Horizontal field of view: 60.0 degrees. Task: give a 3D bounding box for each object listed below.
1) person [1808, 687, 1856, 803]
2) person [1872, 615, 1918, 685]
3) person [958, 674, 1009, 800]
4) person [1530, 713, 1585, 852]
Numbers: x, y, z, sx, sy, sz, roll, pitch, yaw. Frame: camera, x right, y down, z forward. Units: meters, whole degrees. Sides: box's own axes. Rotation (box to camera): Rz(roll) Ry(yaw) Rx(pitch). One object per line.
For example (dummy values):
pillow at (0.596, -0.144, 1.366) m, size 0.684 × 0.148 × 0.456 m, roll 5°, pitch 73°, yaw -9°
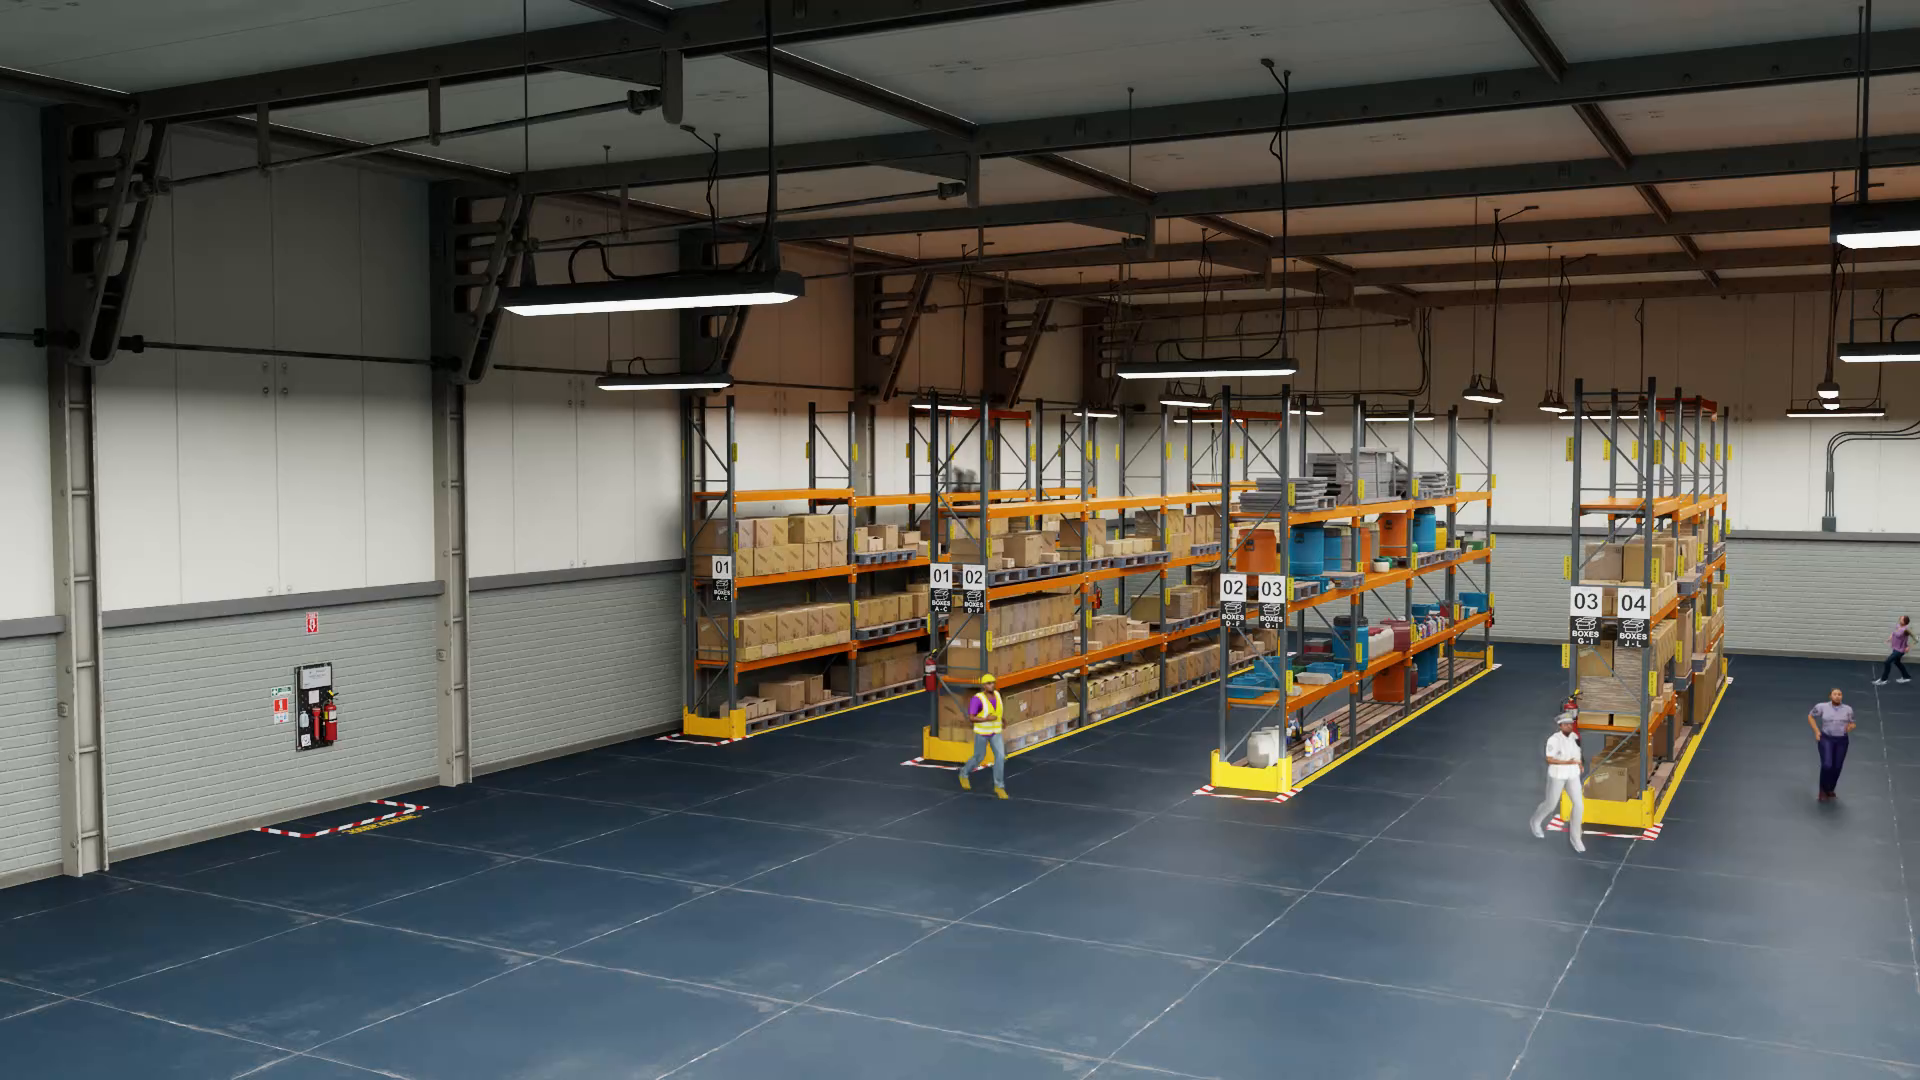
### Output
person at (12.515, 2.942, 23.824) m, size 0.579 × 1.677 × 0.684 m, roll 1°, pitch 3°, yaw 13°
person at (20.036, 2.354, 35.658) m, size 0.777 × 1.537 × 0.664 m, roll 1°, pitch 3°, yaw 16°
person at (0.379, 2.841, 24.275) m, size 0.712 × 1.806 × 0.947 m, roll -2°, pitch 4°, yaw -32°
person at (7.669, 3.043, 21.198) m, size 0.589 × 1.744 × 0.894 m, roll -1°, pitch 3°, yaw -12°
